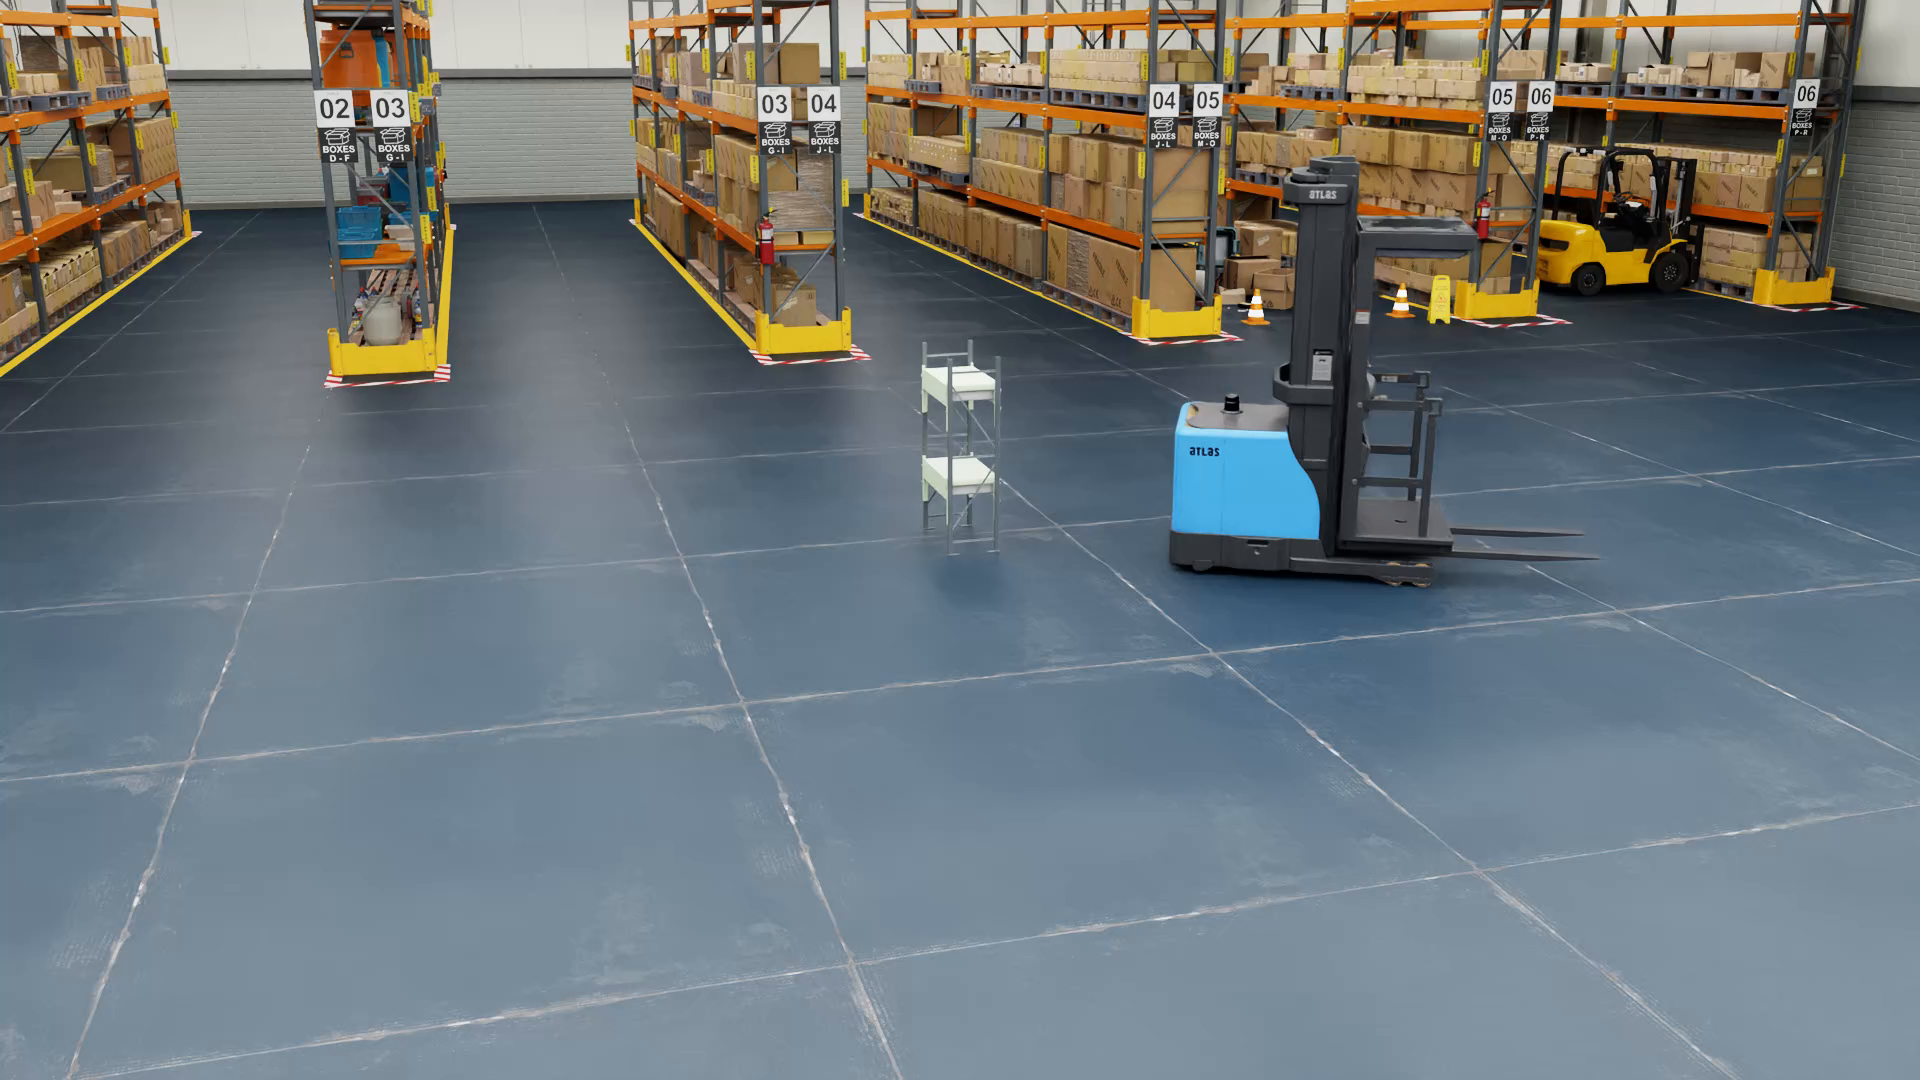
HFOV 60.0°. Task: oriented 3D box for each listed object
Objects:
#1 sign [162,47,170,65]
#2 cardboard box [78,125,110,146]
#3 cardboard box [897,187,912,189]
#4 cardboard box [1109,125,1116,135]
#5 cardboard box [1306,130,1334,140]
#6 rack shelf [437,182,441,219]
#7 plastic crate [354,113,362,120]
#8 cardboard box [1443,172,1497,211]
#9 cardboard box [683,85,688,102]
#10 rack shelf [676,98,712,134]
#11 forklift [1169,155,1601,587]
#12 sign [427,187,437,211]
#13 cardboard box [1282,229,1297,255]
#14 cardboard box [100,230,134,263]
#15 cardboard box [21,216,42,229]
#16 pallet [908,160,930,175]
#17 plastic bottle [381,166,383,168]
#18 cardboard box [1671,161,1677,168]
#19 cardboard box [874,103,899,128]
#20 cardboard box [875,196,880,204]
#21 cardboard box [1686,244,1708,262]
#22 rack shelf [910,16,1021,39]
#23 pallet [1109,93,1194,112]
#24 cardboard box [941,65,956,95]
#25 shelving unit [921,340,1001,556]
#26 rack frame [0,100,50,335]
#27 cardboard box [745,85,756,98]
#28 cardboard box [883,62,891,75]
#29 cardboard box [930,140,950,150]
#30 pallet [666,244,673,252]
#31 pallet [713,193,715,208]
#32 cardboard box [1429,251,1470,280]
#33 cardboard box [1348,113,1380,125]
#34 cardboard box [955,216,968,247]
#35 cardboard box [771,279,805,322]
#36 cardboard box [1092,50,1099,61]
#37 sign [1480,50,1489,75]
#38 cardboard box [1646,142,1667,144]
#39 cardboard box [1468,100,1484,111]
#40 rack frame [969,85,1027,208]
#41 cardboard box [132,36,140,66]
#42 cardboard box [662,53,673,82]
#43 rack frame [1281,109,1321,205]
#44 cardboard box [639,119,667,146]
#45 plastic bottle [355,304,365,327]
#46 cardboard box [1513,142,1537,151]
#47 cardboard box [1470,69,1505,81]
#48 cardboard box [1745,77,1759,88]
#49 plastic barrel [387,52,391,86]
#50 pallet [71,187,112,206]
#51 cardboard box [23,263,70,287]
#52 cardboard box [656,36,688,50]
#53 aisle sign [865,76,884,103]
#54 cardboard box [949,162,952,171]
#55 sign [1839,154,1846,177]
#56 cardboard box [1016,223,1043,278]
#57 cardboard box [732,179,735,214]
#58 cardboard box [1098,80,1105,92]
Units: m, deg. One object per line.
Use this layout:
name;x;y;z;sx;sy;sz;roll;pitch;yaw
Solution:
sign;-15.324;-9.348;32.106;0.100;0.325;0.005;-5;17;-15
cardboard box;-15.152;-6.989;29.093;0.500;0.500;0.500;-5;17;-15
cardboard box;-1.152;-7.590;36.197;0.380;0.149;0.250;-4;17;-15
cardboard box;3.485;-8.964;35.669;0.500;0.500;0.500;-5;17;-15
cardboard box;5.943;-6.697;27.485;0.380;0.149;0.250;-5;17;-17
rack shelf;-9.451;-5.836;28.416;1.077;0.370;4.000;-5;17;-15
plastic crate;-7.516;-5.347;20.351;0.392;0.384;0.575;-5;17;-15
cardboard box;7.174;-4.908;23.386;0.500;0.500;0.500;-5;17;-16
cardboard box;-4.114;-7.091;26.392;0.500;0.250;0.500;-4;17;-14
rack shelf;-3.589;-6.557;25.605;1.077;0.370;4.000;-5;17;-15
forklift;3.099;-1.233;11.962;3.031;2.935;1.130;3;17;10
sign;-7.270;-4.694;22.882;0.100;0.325;0.005;-5;17;-15
cardboard box;5.949;-5.174;28.800;0.950;0.372;0.625;-4;17;-13
cardboard box;-13.946;-4.826;27.384;0.500;0.500;0.500;-5;18;-17
cardboard box;-12.613;-4.271;22.393;0.380;0.149;0.250;-5;17;-15
pallet;-0.371;-7.174;31.956;1.003;0.211;1.213;-5;17;-15
plastic bottle;-10.273;-6.505;29.598;0.061;0.283;0.133;-5;17;-15
cardboard box;11.419;-5.982;26.352;0.380;0.149;0.250;-5;18;-17
cardboard box;-1.528;-8.981;35.206;0.500;0.500;0.500;-4;17;-14
cardboard box;-1.623;-7.328;35.843;0.380;0.149;0.250;-5;17;-16
cardboard box;11.636;-4.497;25.889;0.500;0.250;0.500;-5;17;-17
rack shelf;0.108;-9.273;30.126;1.077;0.370;4.000;-5;17;-15
pallet;2.642;-5.768;21.881;1.003;0.211;1.213;-5;17;-15
cardboard box;-0.027;-8.281;29.918;0.500;0.500;0.500;-5;17;-15
shelving unit;0.002;-0.716;12.730;0.431;1.500;0.755;-5;17;-15
rack frame;-12.566;-4.130;21.487;1.000;3.000;0.127;-5;17;-15
cardboard box;-2.456;-5.562;20.607;0.380;0.149;0.250;-5;18;-18
cardboard box;-1.258;-9.633;33.985;0.500;0.250;0.500;-5;18;-17
cardboard box;-0.342;-7.278;30.639;0.380;0.149;0.250;-4;17;-14
pallet;-4.954;-5.582;31.168;1.003;0.211;1.213;-5;17;-15
pallet;-3.110;-5.043;24.861;1.003;0.211;1.213;-5;17;-15
cardboard box;7.117;-4.034;23.912;0.500;0.500;0.500;-5;17;-15
cardboard box;8.908;-9.165;36.688;0.500;0.500;0.500;-5;17;-17
cardboard box;0.226;-5.548;29.823;0.500;0.500;0.500;-5;17;-16
cardboard box;-2.293;-3.146;21.828;0.500;0.500;0.500;0;17;-1
cardboard box;2.018;-6.605;22.660;0.380;0.149;0.250;-5;17;-15
sign;7.049;-6.411;22.329;0.100;0.325;0.005;-5;17;-15
cardboard box;11.639;-6.526;27.644;0.380;0.149;0.250;-5;17;-15
cardboard box;7.221;-5.982;22.875;0.380;0.149;0.250;-5;17;-15
rack frame;0.658;-6.383;28.987;1.000;3.000;0.127;-5;17;-15
cardboard box;-15.079;-8.725;29.658;0.700;0.500;0.500;-5;17;-15
cardboard box;-5.069;-8.651;30.420;0.700;0.500;0.500;-4;17;-14
rack frame;7.962;-9.408;39.059;1.000;3.000;0.127;-5;17;-15
cardboard box;-6.180;-8.226;33.563;0.500;0.500;0.500;-5;17;-17
plastic bottle;-7.672;-2.866;21.248;0.152;0.276;0.135;-5;17;-15
cardboard box;10.317;-7.161;30.277;0.380;0.149;0.250;-5;17;-15
cardboard box;7.211;-6.358;22.739;0.380;0.149;0.250;-5;17;-15
cardboard box;11.840;-6.753;24.539;0.380;0.149;0.250;-5;17;-17
plastic barrel;-8.510;-6.683;23.899;0.600;0.901;0.708;-5;17;-15
pallet;-13.919;-5.326;25.804;1.213;0.211;1.003;-5;17;-15
cardboard box;-12.716;-3.699;23.126;0.500;0.311;0.500;-5;18;-17
cardboard box;-5.490;-9.478;31.697;0.500;0.250;0.500;-6;18;-19
aisle sign;-1.849;-9.837;35.968;0.394;0.787;0.004;-5;17;-15
cardboard box;0.014;-6.632;29.525;0.380;0.149;0.250;-5;17;-15
sign;12.895;-5.477;24.330;0.100;0.325;0.005;-5;17;-15
cardboard box;1.500;-4.565;26.114;1.050;0.750;0.750;-5;17;-16
cardboard box;-2.638;-4.702;22.699;0.875;0.500;0.500;-5;17;-15
cardboard box;2.090;-6.152;22.537;0.380;0.149;0.250;-5;17;-15
